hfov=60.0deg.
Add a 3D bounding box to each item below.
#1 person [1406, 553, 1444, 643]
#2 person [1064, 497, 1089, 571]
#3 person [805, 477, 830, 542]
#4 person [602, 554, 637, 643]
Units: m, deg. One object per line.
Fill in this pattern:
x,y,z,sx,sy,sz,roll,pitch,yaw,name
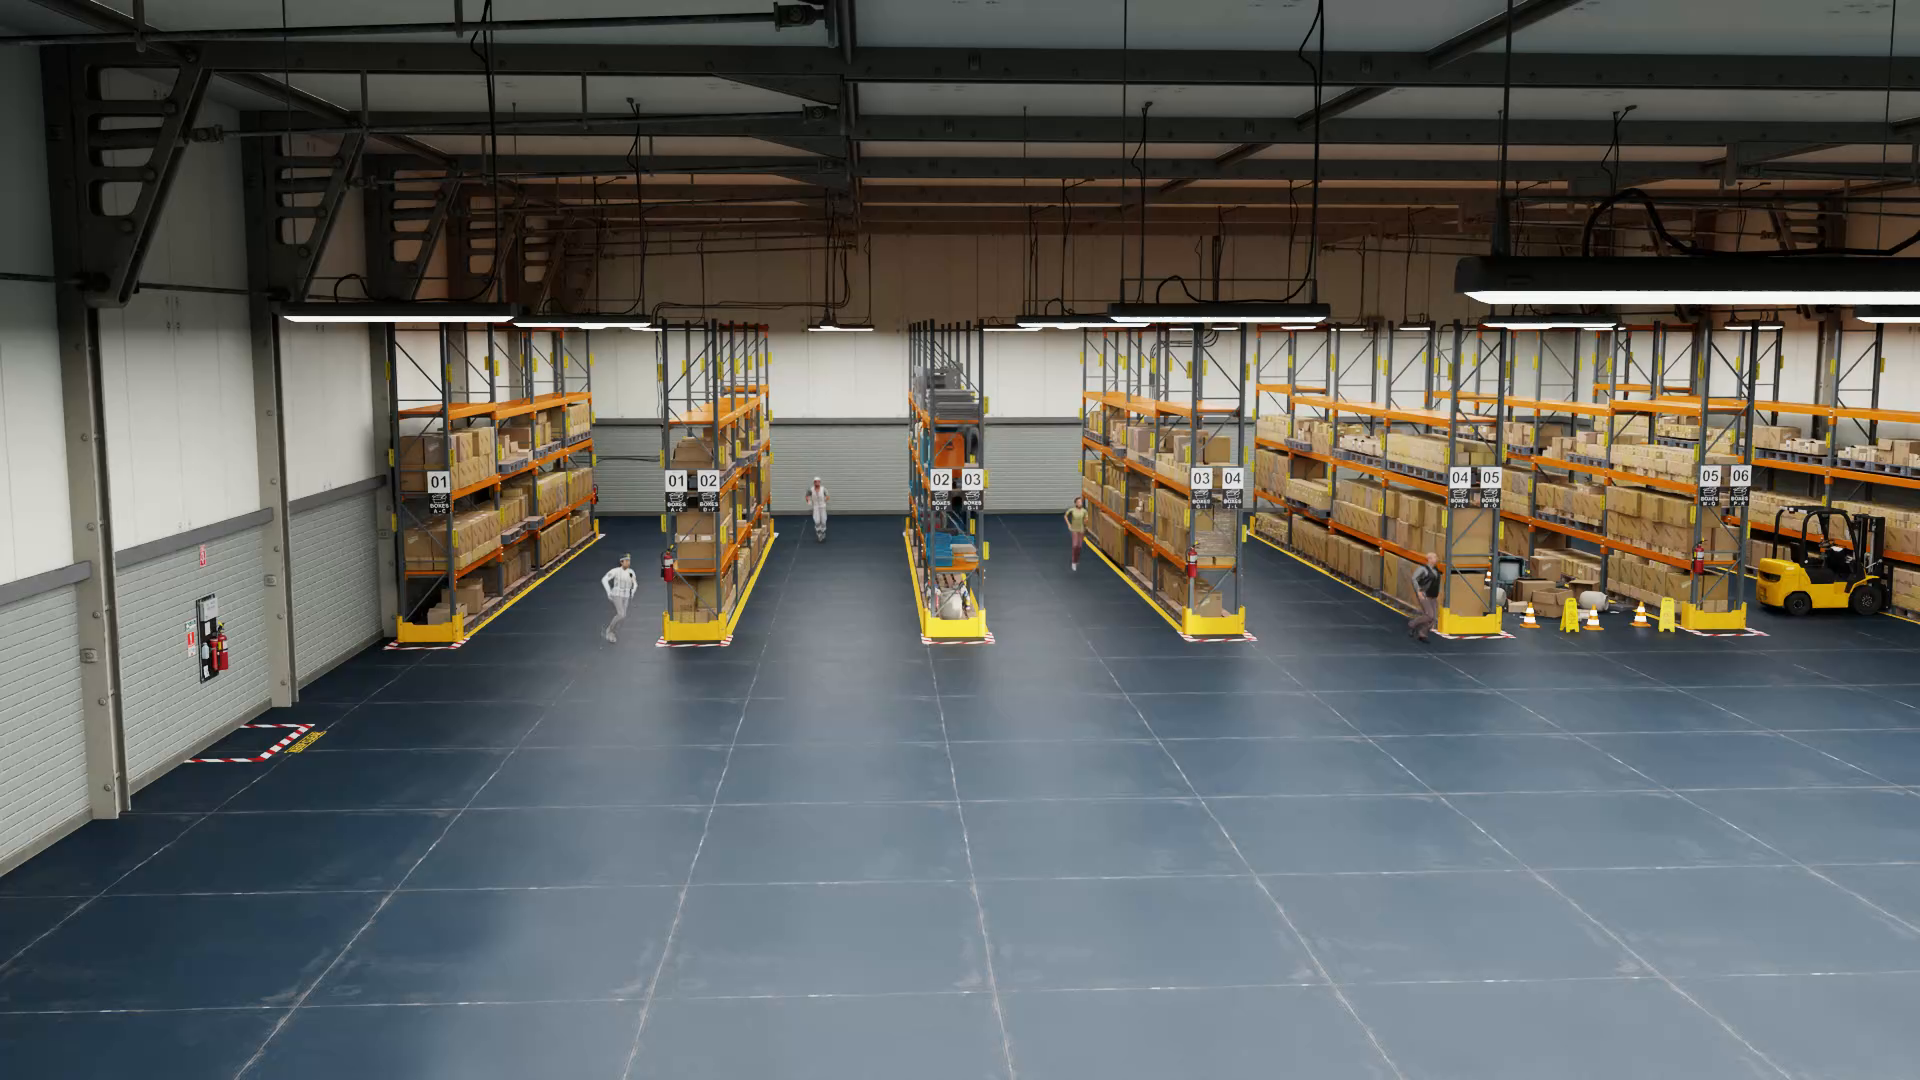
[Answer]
8.755,1.068,31.126,0.695,1.673,0.538,-6,9,-38,person
2.782,-0.149,39.320,0.555,1.732,0.701,-1,7,-11,person
-3.927,-0.831,46.072,0.655,1.829,0.730,-1,7,-11,person
-6.308,1.078,31.039,0.639,1.635,0.580,-6,9,-41,person
